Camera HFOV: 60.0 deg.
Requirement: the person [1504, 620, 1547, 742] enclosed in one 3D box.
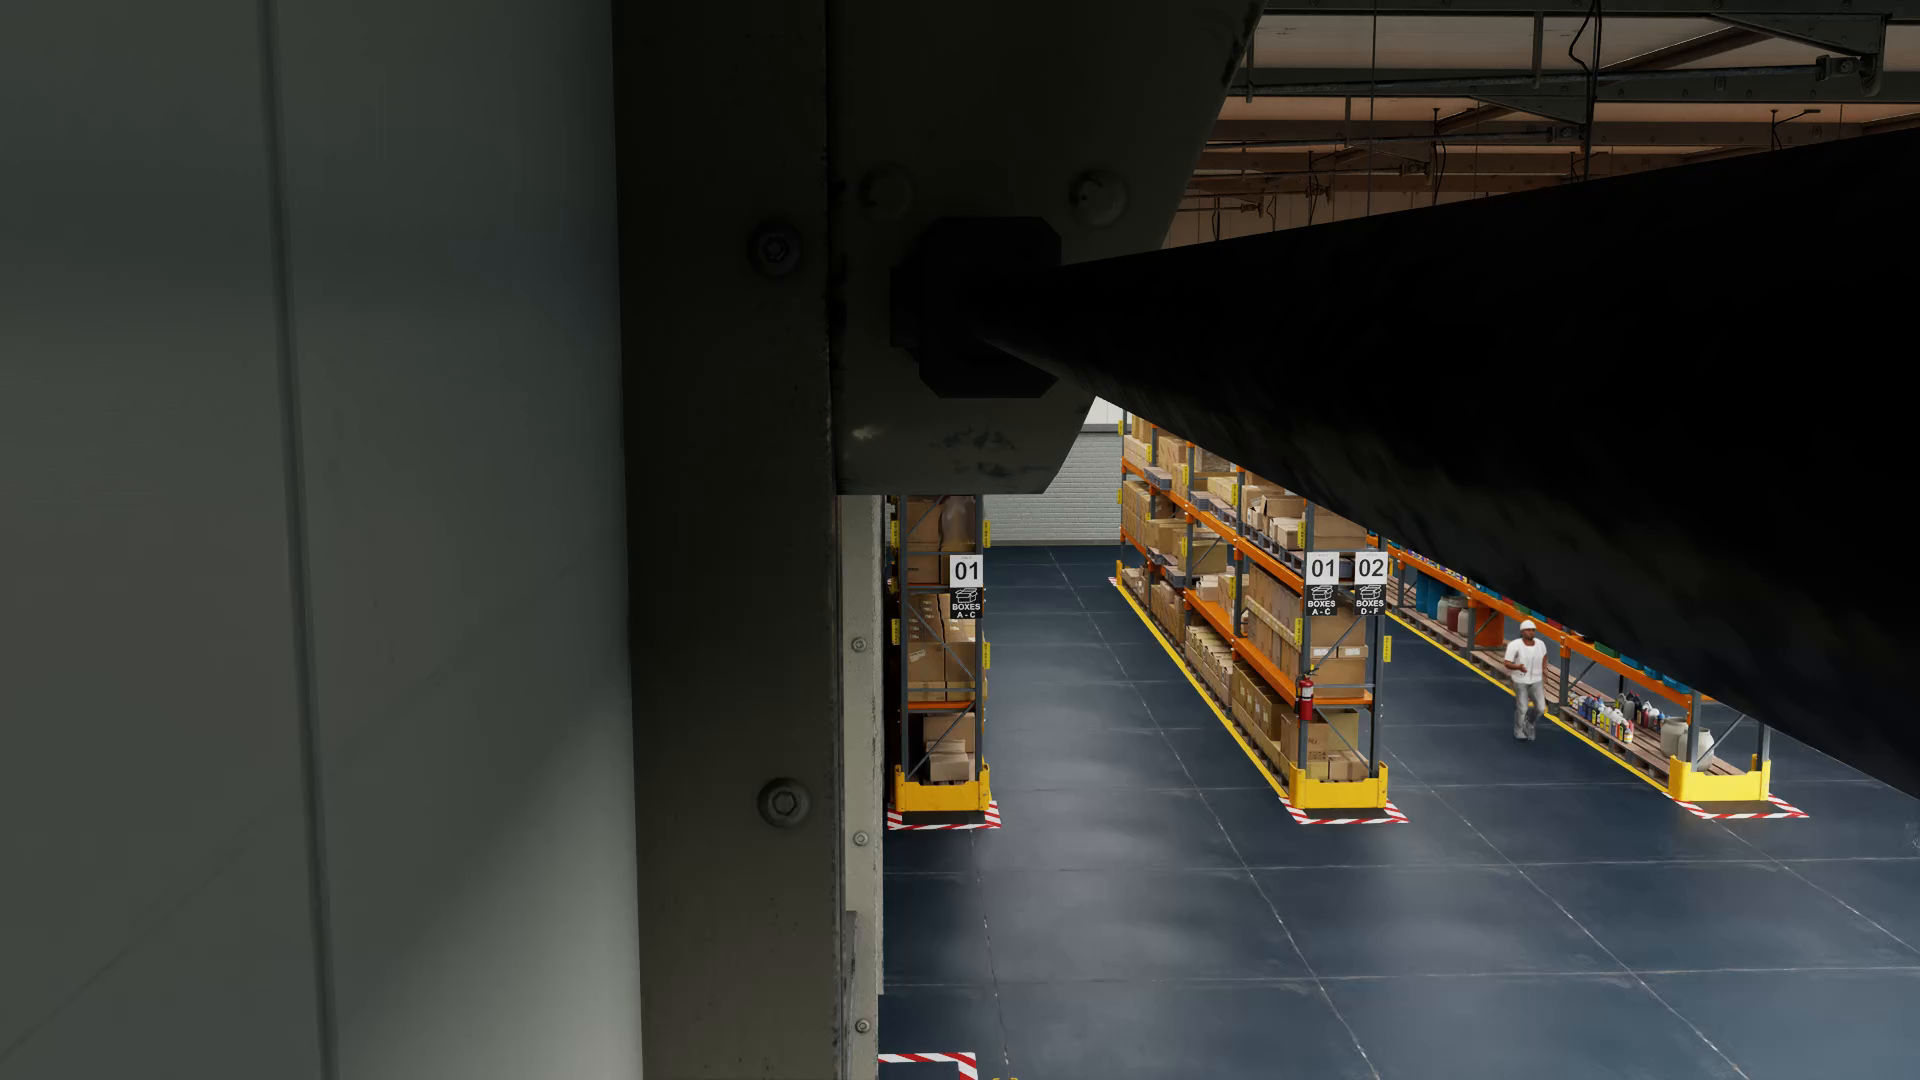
[{"bbox_3d":[8.054,2.010,23.525,0.680,1.750,0.626,0,8,-3],"label":"person"}]
